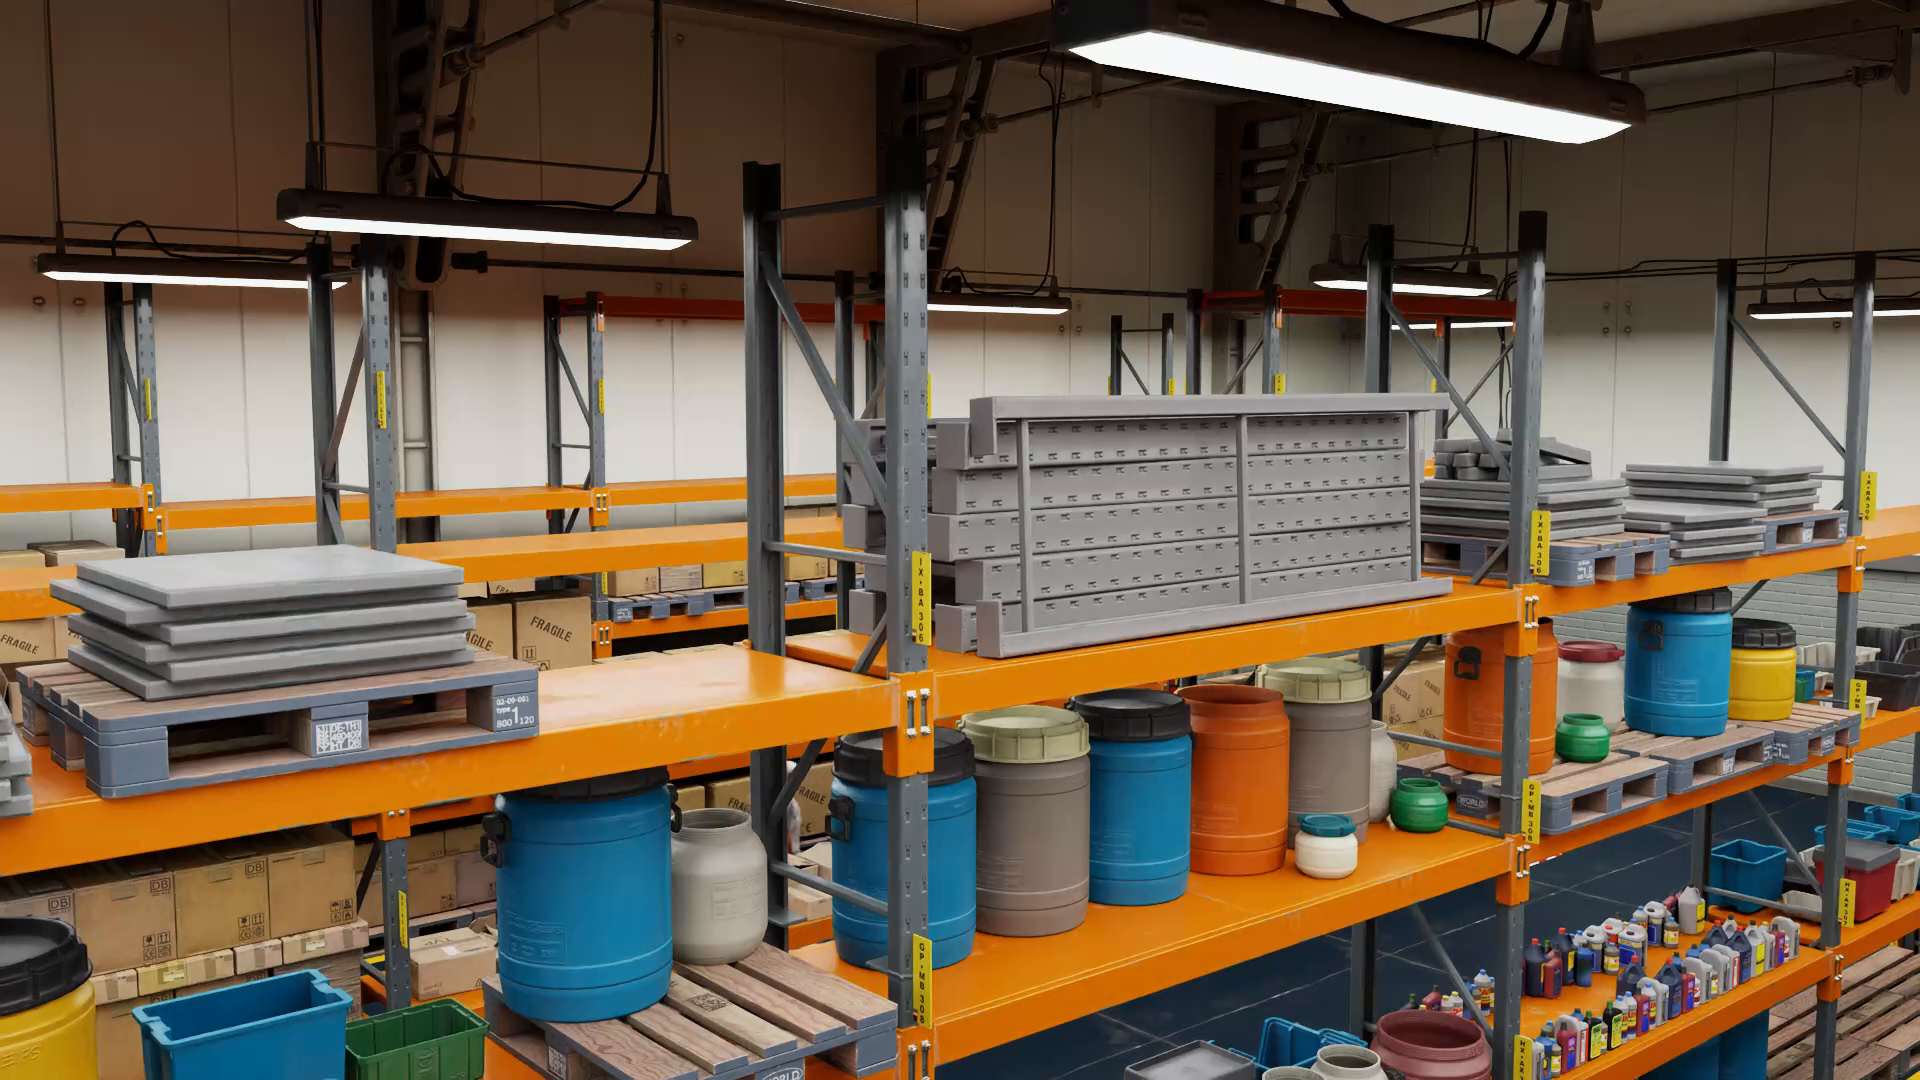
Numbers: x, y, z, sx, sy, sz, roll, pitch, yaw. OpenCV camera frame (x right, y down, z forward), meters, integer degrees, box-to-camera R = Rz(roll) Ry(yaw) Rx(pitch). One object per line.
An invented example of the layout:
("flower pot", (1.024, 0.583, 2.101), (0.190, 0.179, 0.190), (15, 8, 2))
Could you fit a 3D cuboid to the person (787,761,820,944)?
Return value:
("person", (-1.641, 2.829, 15.038), (0.725, 1.772, 0.563), (0, 6, -3))
